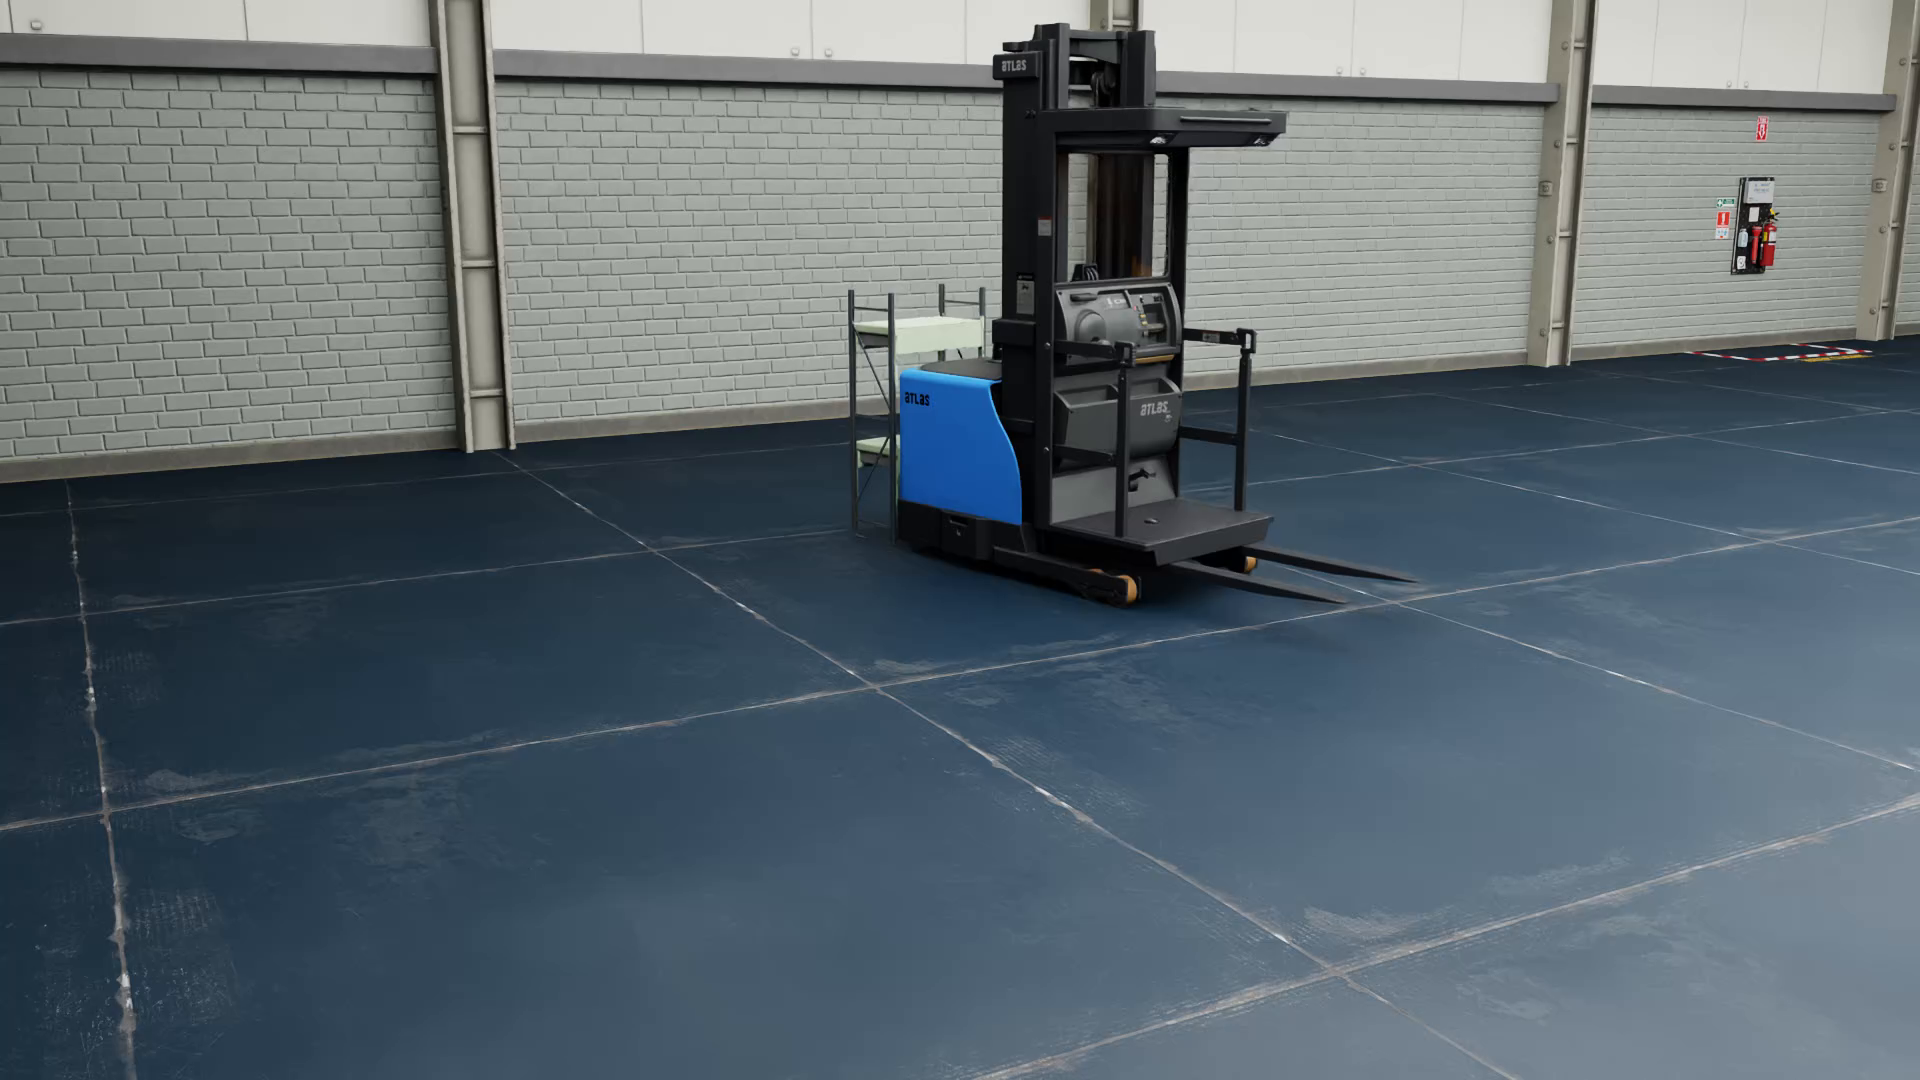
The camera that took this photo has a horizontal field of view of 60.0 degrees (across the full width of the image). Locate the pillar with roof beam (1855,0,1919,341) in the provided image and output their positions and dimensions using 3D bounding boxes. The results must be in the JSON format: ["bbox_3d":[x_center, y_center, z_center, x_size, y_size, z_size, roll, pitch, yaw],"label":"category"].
[{"bbox_3d":[14.049,-6.196,17.146,0.400,9.000,9.100,-7,14,-28],"label":"pillar with roof beam"}]

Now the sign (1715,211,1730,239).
[{"bbox_3d":[9.264,-3.826,20.194,0.234,0.329,0.001,-7,14,-28],"label":"sign"}]

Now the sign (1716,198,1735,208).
[{"bbox_3d":[9.272,-4.083,20.131,0.331,0.109,0.001,-7,14,-28],"label":"sign"}]

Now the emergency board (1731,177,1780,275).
[{"bbox_3d":[9.799,-3.846,20.369,0.643,1.169,0.194,-7,14,-28],"label":"emergency board"}]

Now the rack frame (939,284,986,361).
[{"bbox_3d":[0.012,-0.839,10.421,0.023,1.500,0.400,-12,17,-42],"label":"rack frame"}]

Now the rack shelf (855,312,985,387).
[{"bbox_3d":[-0.255,-1.165,10.092,0.720,0.370,0.431,-12,17,-42],"label":"rack shelf"}]

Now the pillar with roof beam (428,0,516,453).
[{"bbox_3d":[-1.750,-4.303,8.732,0.400,9.000,9.100,-7,14,-28],"label":"pillar with roof beam"}]

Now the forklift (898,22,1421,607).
[{"bbox_3d":[1.006,-1.212,8.818,1.130,2.935,3.031,-12,17,-42],"label":"forklift"}]

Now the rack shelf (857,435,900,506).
[{"bbox_3d":[-0.255,-0.466,10.248,0.720,0.370,0.431,-12,17,-42],"label":"rack shelf"}]

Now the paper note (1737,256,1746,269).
[{"bbox_3d":[9.610,-3.411,20.442,0.142,0.148,0.016,-7,14,-28],"label":"paper note"}]

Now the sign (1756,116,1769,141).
[{"bbox_3d":[9.744,-4.996,20.196,0.199,0.298,0.001,-7,14,-28],"label":"sign"}]

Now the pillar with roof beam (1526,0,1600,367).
[{"bbox_3d":[8.783,-5.565,14.341,0.400,9.000,9.100,-7,14,-28],"label":"pillar with roof beam"}]

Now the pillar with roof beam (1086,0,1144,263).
[{"bbox_3d":[3.516,-4.934,11.537,0.400,9.000,9.100,-7,14,-28],"label":"pillar with roof beam"}]

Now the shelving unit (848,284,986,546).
[{"bbox_3d":[-0.255,-0.784,10.177,0.755,1.500,0.431,-12,17,-42],"label":"shelving unit"}]

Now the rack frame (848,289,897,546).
[{"bbox_3d":[-0.522,-0.729,9.933,0.023,1.500,0.400,-12,17,-42],"label":"rack frame"}]
